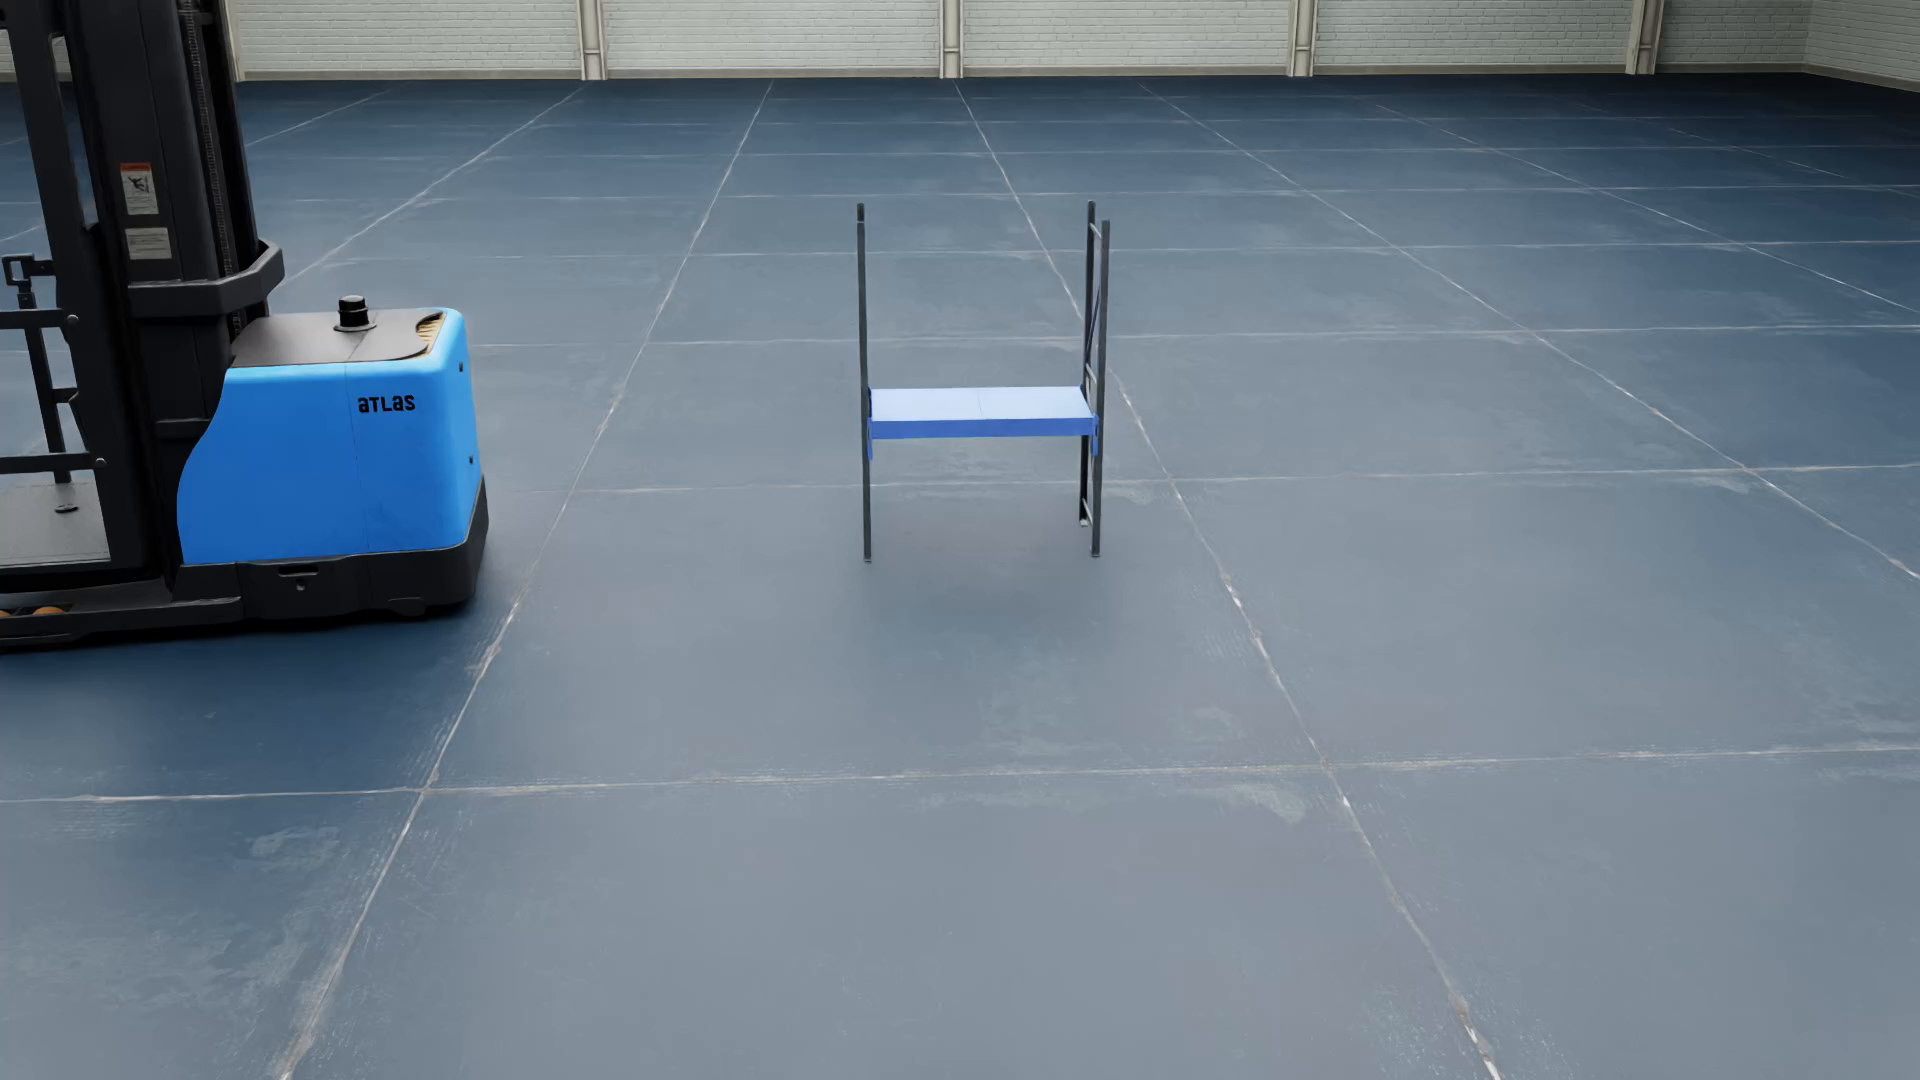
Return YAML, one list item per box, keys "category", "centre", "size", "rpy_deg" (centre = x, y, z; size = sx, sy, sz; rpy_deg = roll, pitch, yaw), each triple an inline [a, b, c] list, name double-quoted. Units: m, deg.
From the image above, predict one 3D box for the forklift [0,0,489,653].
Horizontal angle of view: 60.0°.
- category: "forklift"
  centre: [-3.568, -1.131, 6.472]
  size: [3.031, 2.935, 1.130]
  rpy_deg: [-4, 21, -10]

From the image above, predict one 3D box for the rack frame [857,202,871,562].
- category: "rack frame"
  centre: [-0.422, -0.692, 7.332]
  size: [0.032, 1.500, 0.500]
  rpy_deg: [-1, 21, -3]

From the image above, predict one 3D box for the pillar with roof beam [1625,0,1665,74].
- category: "pillar with roof beam"
  centre: [12.075, -10.797, 23.334]
  size: [0.400, 9.000, 9.100]
  rpy_deg: [-1, 21, -3]

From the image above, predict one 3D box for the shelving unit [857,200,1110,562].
- category: "shelving unit"
  centre: [0.085, -0.703, 7.359]
  size: [1.048, 1.500, 0.538]
  rpy_deg: [-1, 21, -3]

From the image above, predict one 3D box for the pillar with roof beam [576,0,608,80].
- category: "pillar with roof beam"
  centre: [-5.896, -10.432, 22.374]
  size: [0.400, 9.000, 9.100]
  rpy_deg: [-1, 21, -3]

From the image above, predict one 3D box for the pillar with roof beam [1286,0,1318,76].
- category: "pillar with roof beam"
  centre: [6.084, -10.676, 23.014]
  size: [0.400, 9.000, 9.100]
  rpy_deg: [-1, 21, -3]

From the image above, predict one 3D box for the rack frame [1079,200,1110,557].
- category: "rack frame"
  centre: [0.593, -0.713, 7.386]
  size: [0.032, 1.500, 0.500]
  rpy_deg: [-1, 21, -3]

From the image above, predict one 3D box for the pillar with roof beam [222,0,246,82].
- category: "pillar with roof beam"
  centre: [-11.886, -10.310, 22.054]
  size: [0.400, 9.000, 9.100]
  rpy_deg: [-1, 21, -3]

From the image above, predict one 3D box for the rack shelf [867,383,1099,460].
- category: "rack shelf"
  centre: [0.085, -0.535, 7.423]
  size: [1.000, 0.185, 0.538]
  rpy_deg: [-1, 21, -3]

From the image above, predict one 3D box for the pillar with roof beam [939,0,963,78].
- category: "pillar with roof beam"
  centre: [0.094, -10.554, 22.694]
  size: [0.400, 9.000, 9.100]
  rpy_deg: [-1, 21, -3]
